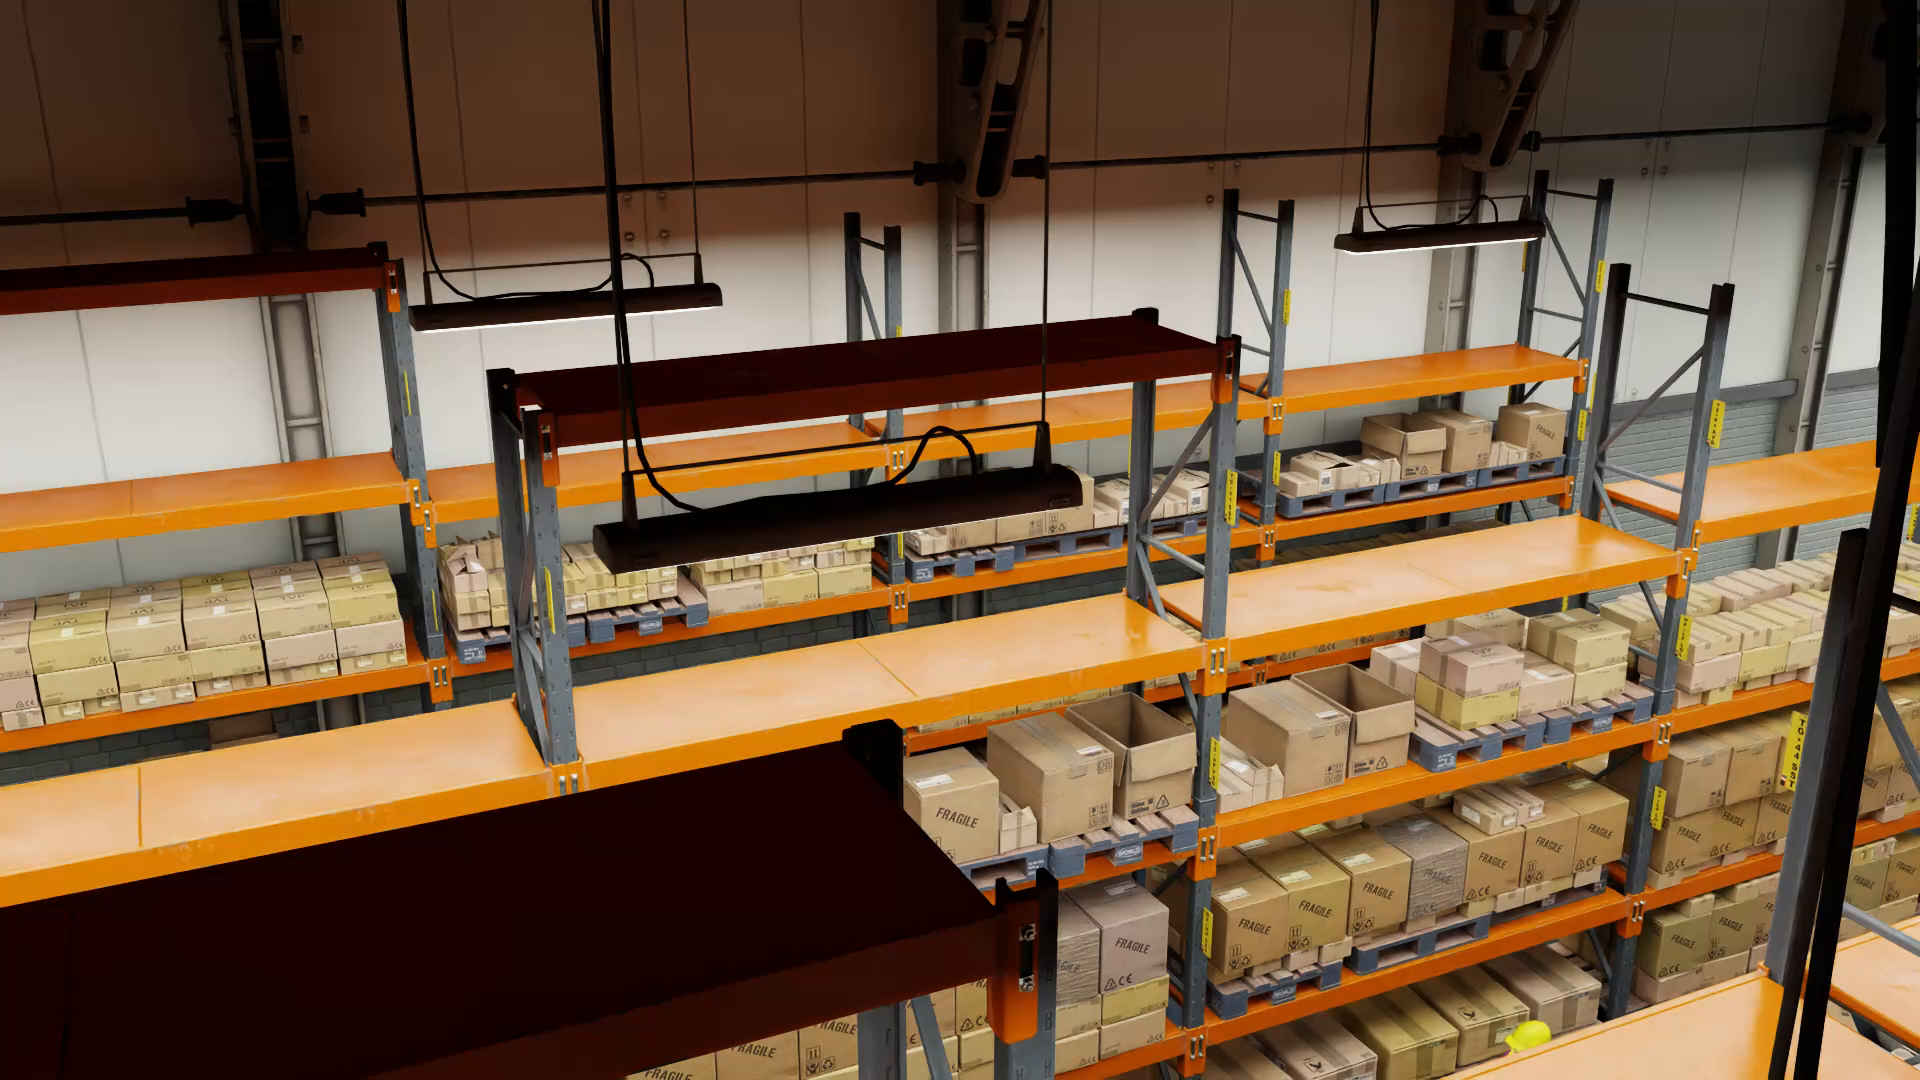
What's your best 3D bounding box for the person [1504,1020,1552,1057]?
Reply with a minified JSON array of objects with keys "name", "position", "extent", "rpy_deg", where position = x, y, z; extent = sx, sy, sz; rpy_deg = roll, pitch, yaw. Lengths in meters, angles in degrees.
[{"name":"person","position":[3.667,3.862,10.652],"extent":[0.455,1.762,0.618],"rpy_deg":[-10,21,-27]}]
